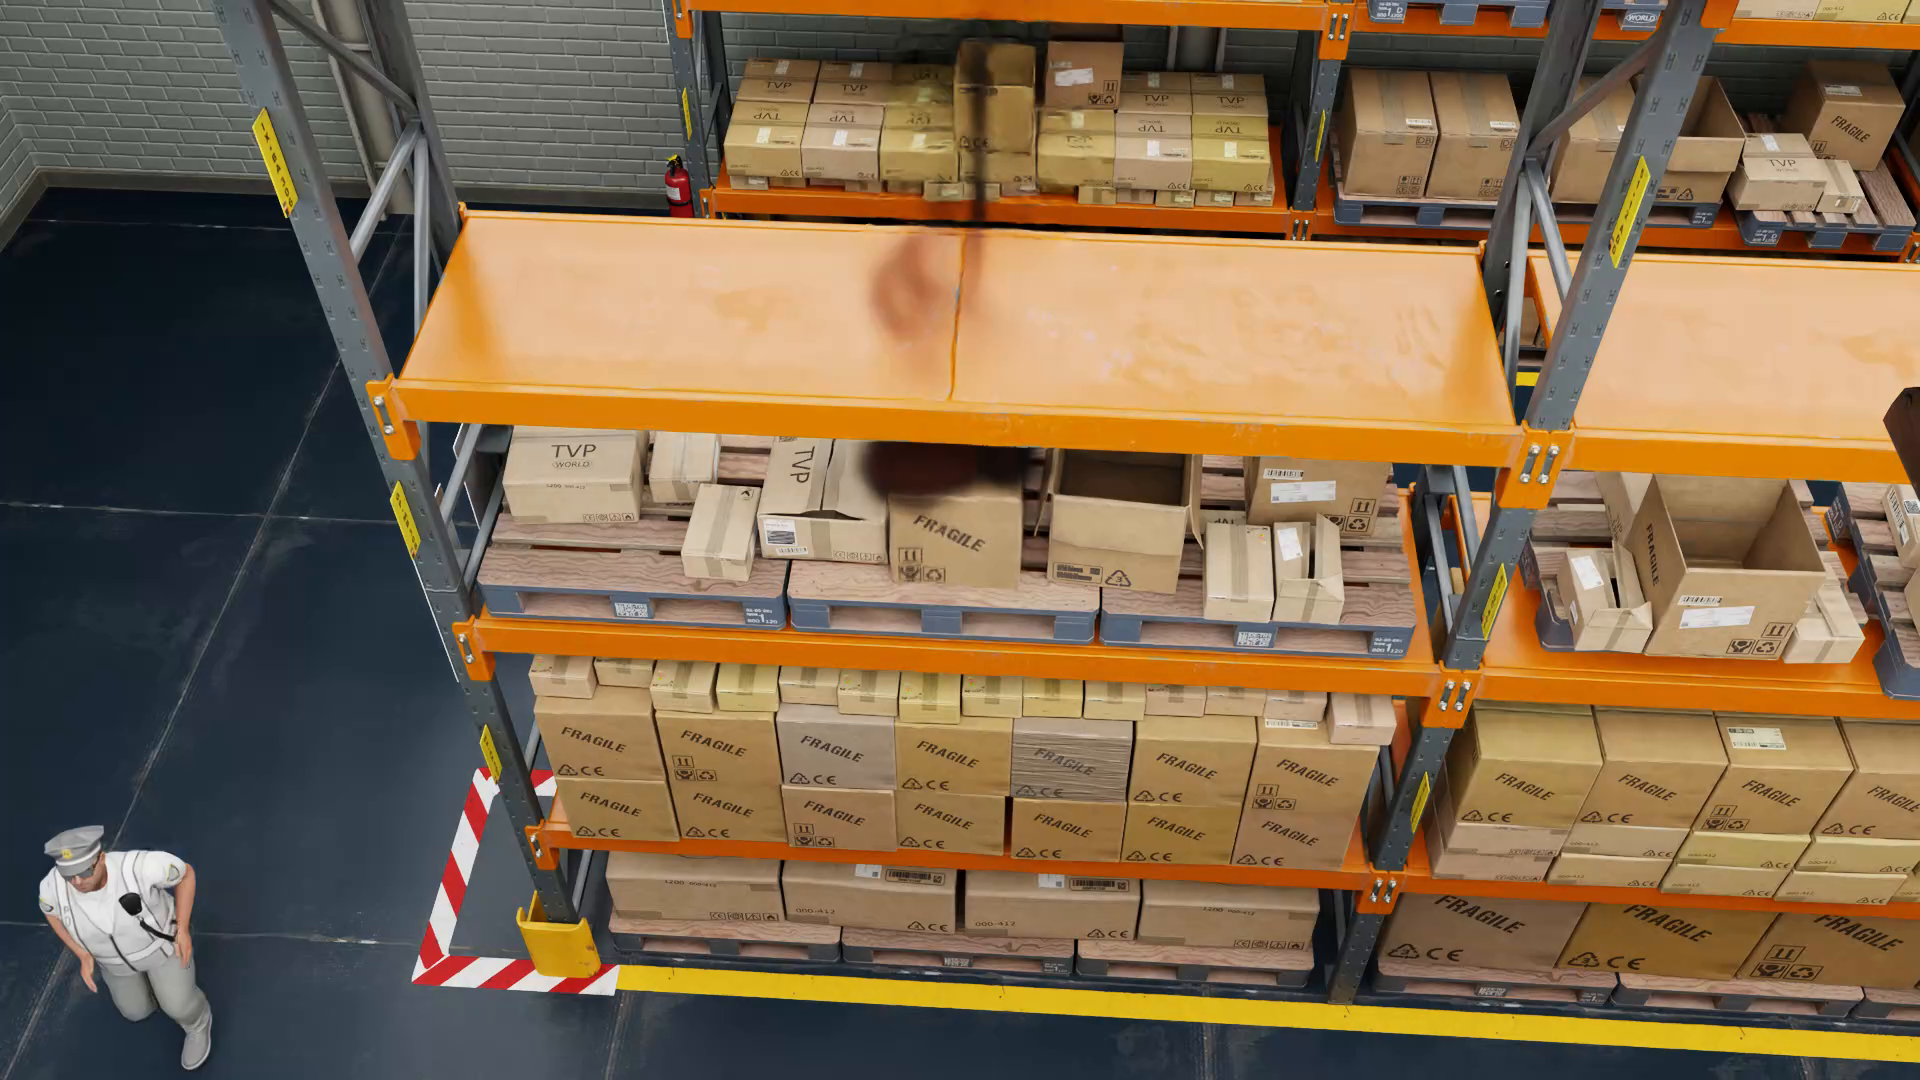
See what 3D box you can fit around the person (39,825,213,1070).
[{"bbox_3d":[-3.891,1.855,7.889,0.658,1.741,0.680,-11,49,-10],"label":"person"}]
